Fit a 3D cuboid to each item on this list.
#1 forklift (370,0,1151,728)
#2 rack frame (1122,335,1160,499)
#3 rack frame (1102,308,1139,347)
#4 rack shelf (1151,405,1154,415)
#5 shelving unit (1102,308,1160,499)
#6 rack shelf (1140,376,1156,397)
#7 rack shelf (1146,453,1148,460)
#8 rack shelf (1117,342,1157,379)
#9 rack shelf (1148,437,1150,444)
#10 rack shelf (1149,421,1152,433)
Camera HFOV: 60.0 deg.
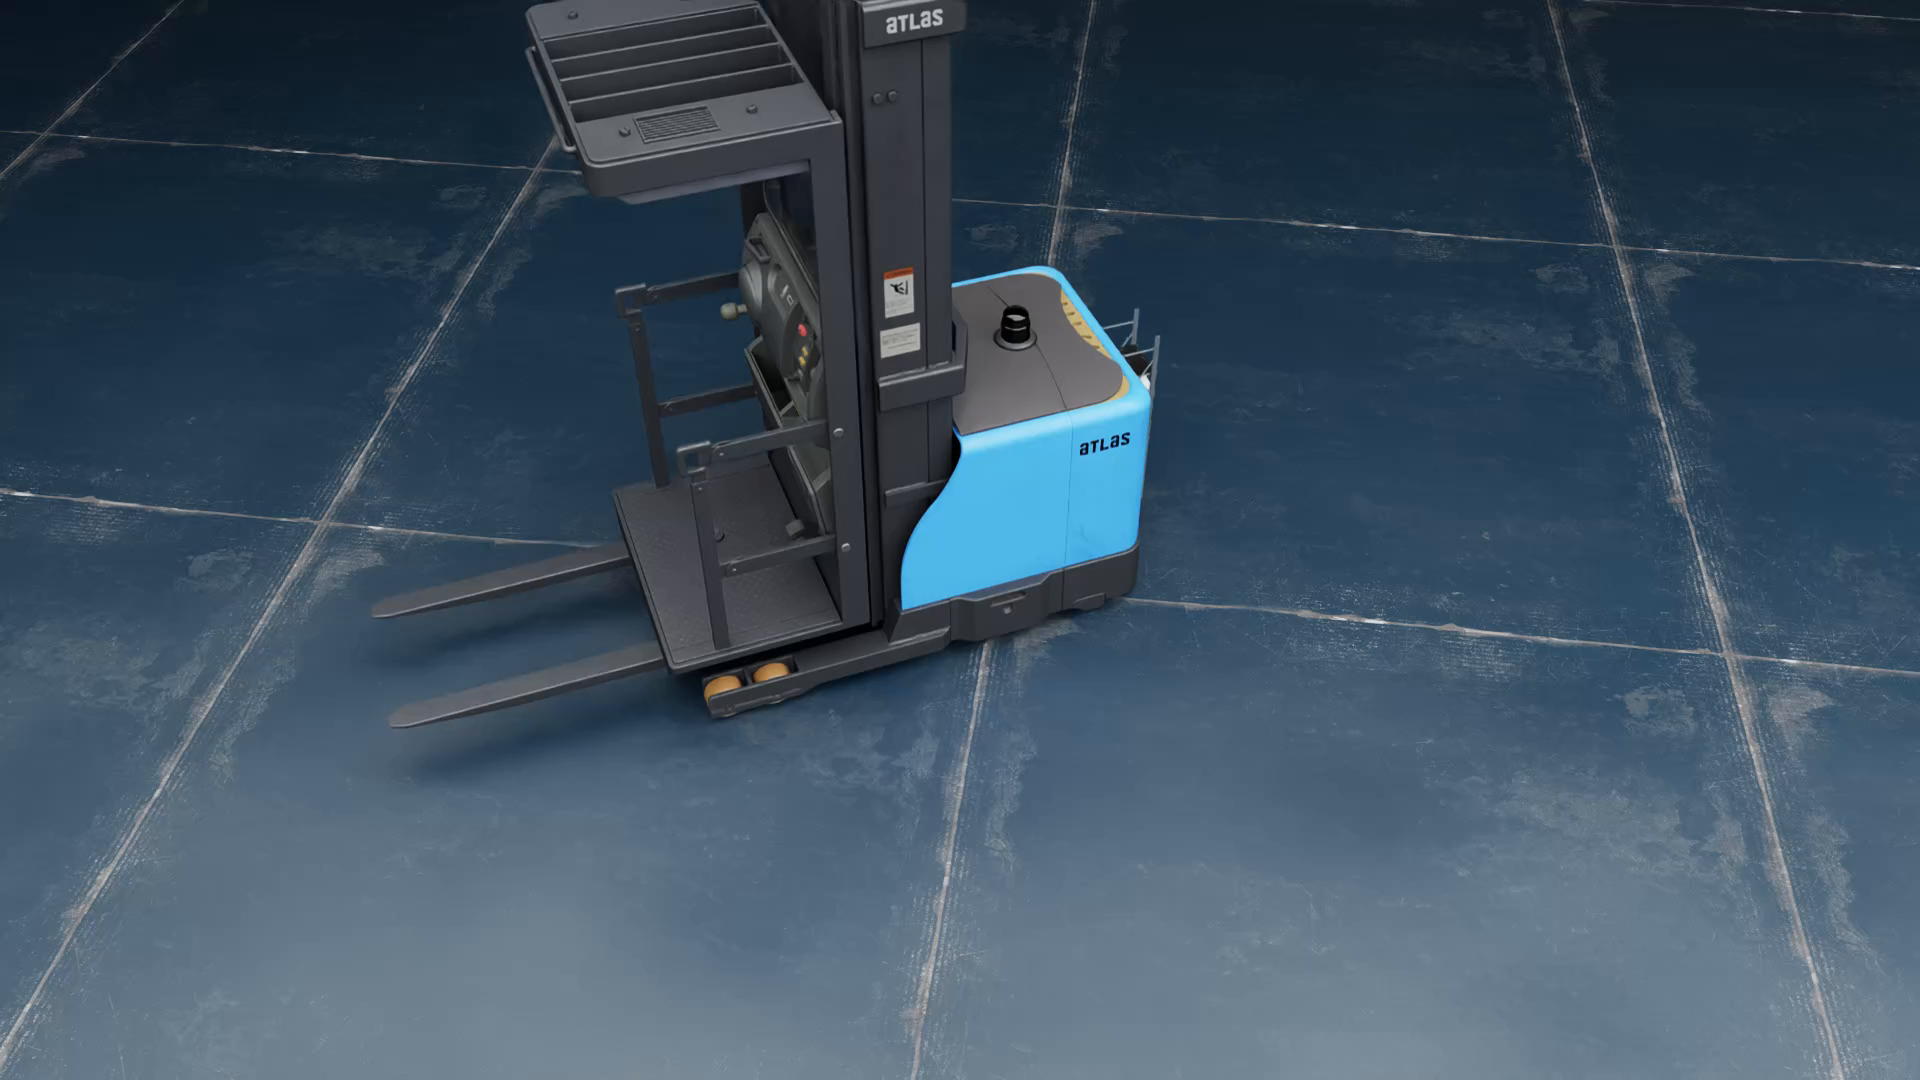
[{"bbox_3d":[-0.830,-0.782,5.967,3.031,2.935,1.130,-14,45,-15],"label":"forklift"},{"bbox_3d":[0.708,-0.486,7.130,0.240,0.900,0.006,-14,45,-15],"label":"rack frame"},{"bbox_3d":[0.636,-0.617,7.268,0.240,0.900,0.006,-14,45,-15],"label":"rack frame"},{"bbox_3d":[0.673,-0.593,7.160,0.258,0.077,0.200,-14,45,-15],"label":"rack shelf"},{"bbox_3d":[0.672,-0.552,7.199,0.258,0.900,0.210,-14,45,-15],"label":"shelving unit"},{"bbox_3d":[0.673,-0.659,7.098,0.258,0.077,0.200,-14,45,-15],"label":"rack shelf"},{"bbox_3d":[0.670,-0.397,7.345,0.258,0.077,0.200,-14,45,-15],"label":"rack shelf"},{"bbox_3d":[0.674,-0.724,7.037,0.258,0.077,0.200,-14,45,-15],"label":"rack shelf"},{"bbox_3d":[0.671,-0.462,7.283,0.258,0.077,0.200,-14,45,-15],"label":"rack shelf"},{"bbox_3d":[0.672,-0.528,7.222,0.258,0.077,0.200,-14,45,-15],"label":"rack shelf"}]
